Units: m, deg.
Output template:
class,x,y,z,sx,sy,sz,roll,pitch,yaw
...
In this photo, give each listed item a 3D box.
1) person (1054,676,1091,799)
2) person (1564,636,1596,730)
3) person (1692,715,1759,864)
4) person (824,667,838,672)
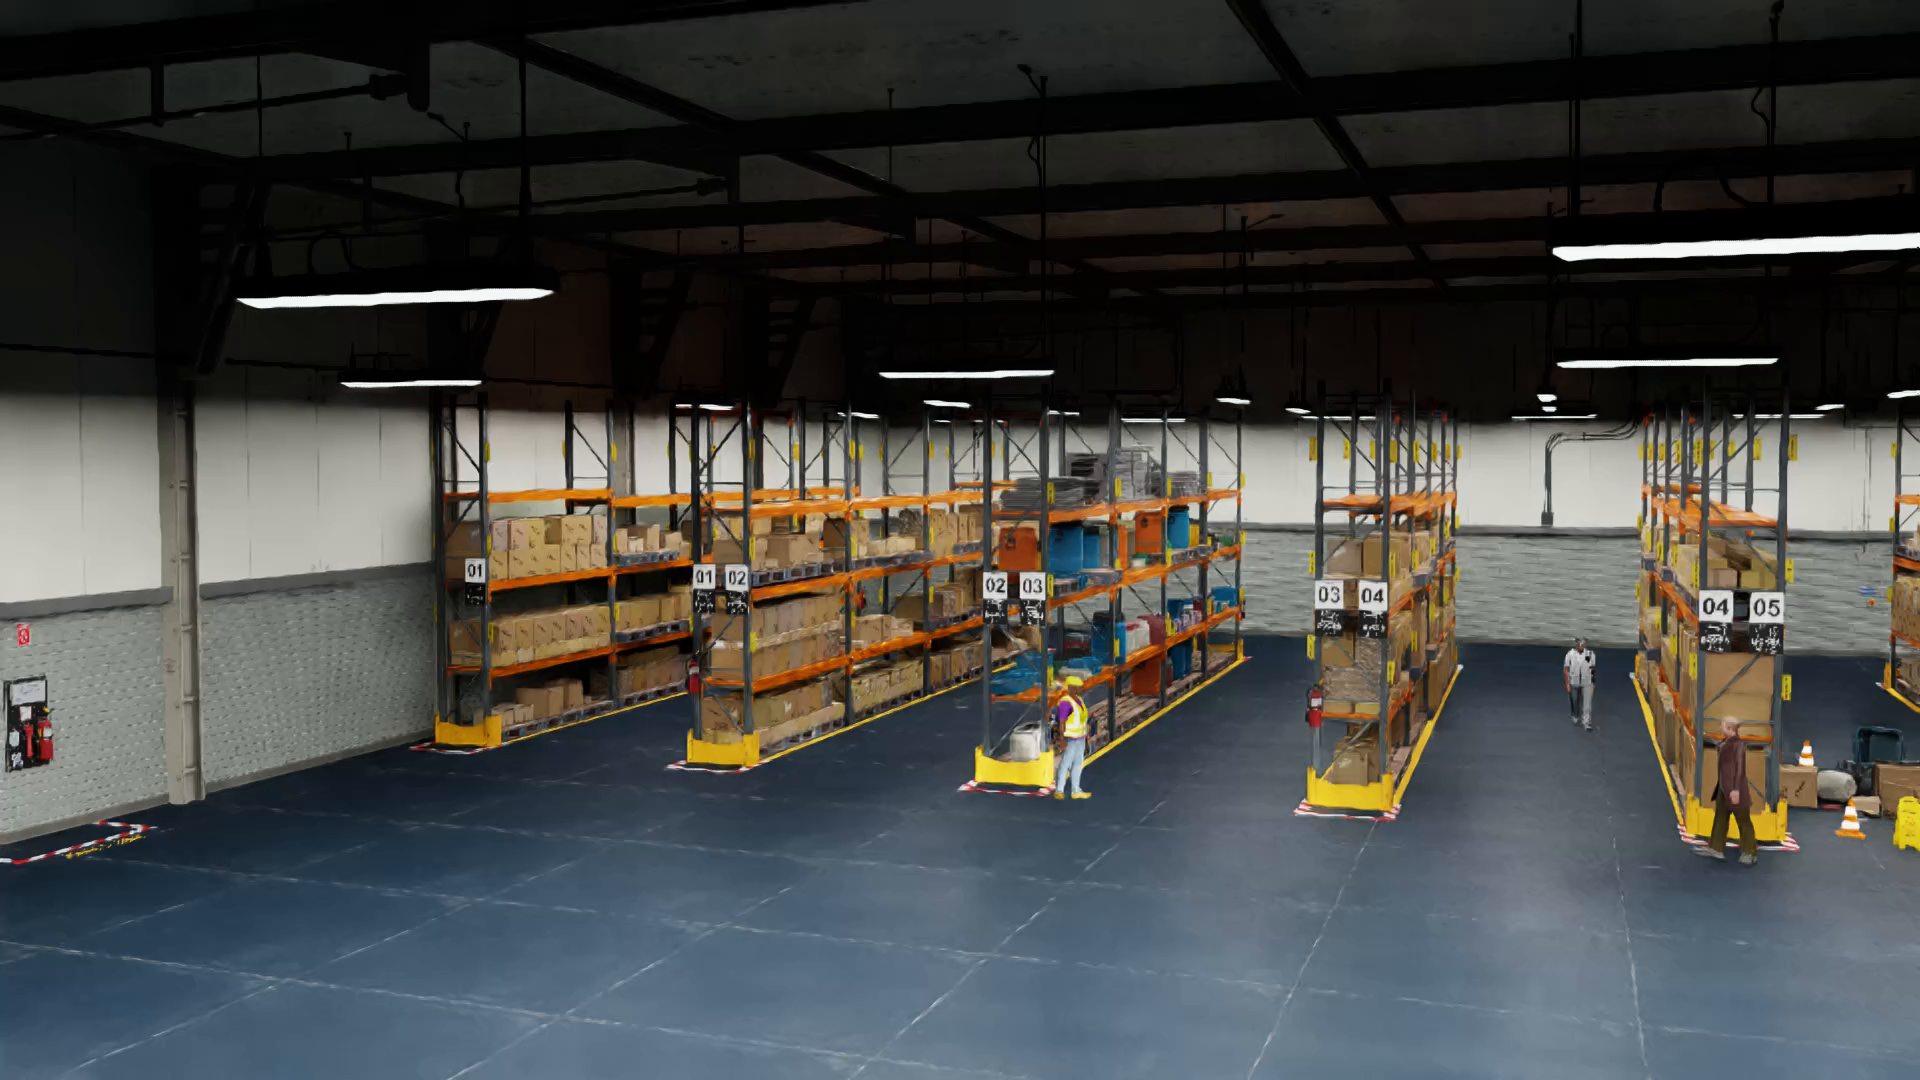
class,x,y,z,sx,sy,sz,roll,pitch,yaw
person,1.616,2.842,23.960,0.414,1.764,0.689,2,4,32
person,11.174,2.550,29.990,0.542,1.675,1.126,1,3,22
person,9.389,3.026,20.335,0.677,1.773,0.697,0,3,7
person,-2.985,2.157,37.806,0.380,1.640,0.602,0,3,-2
